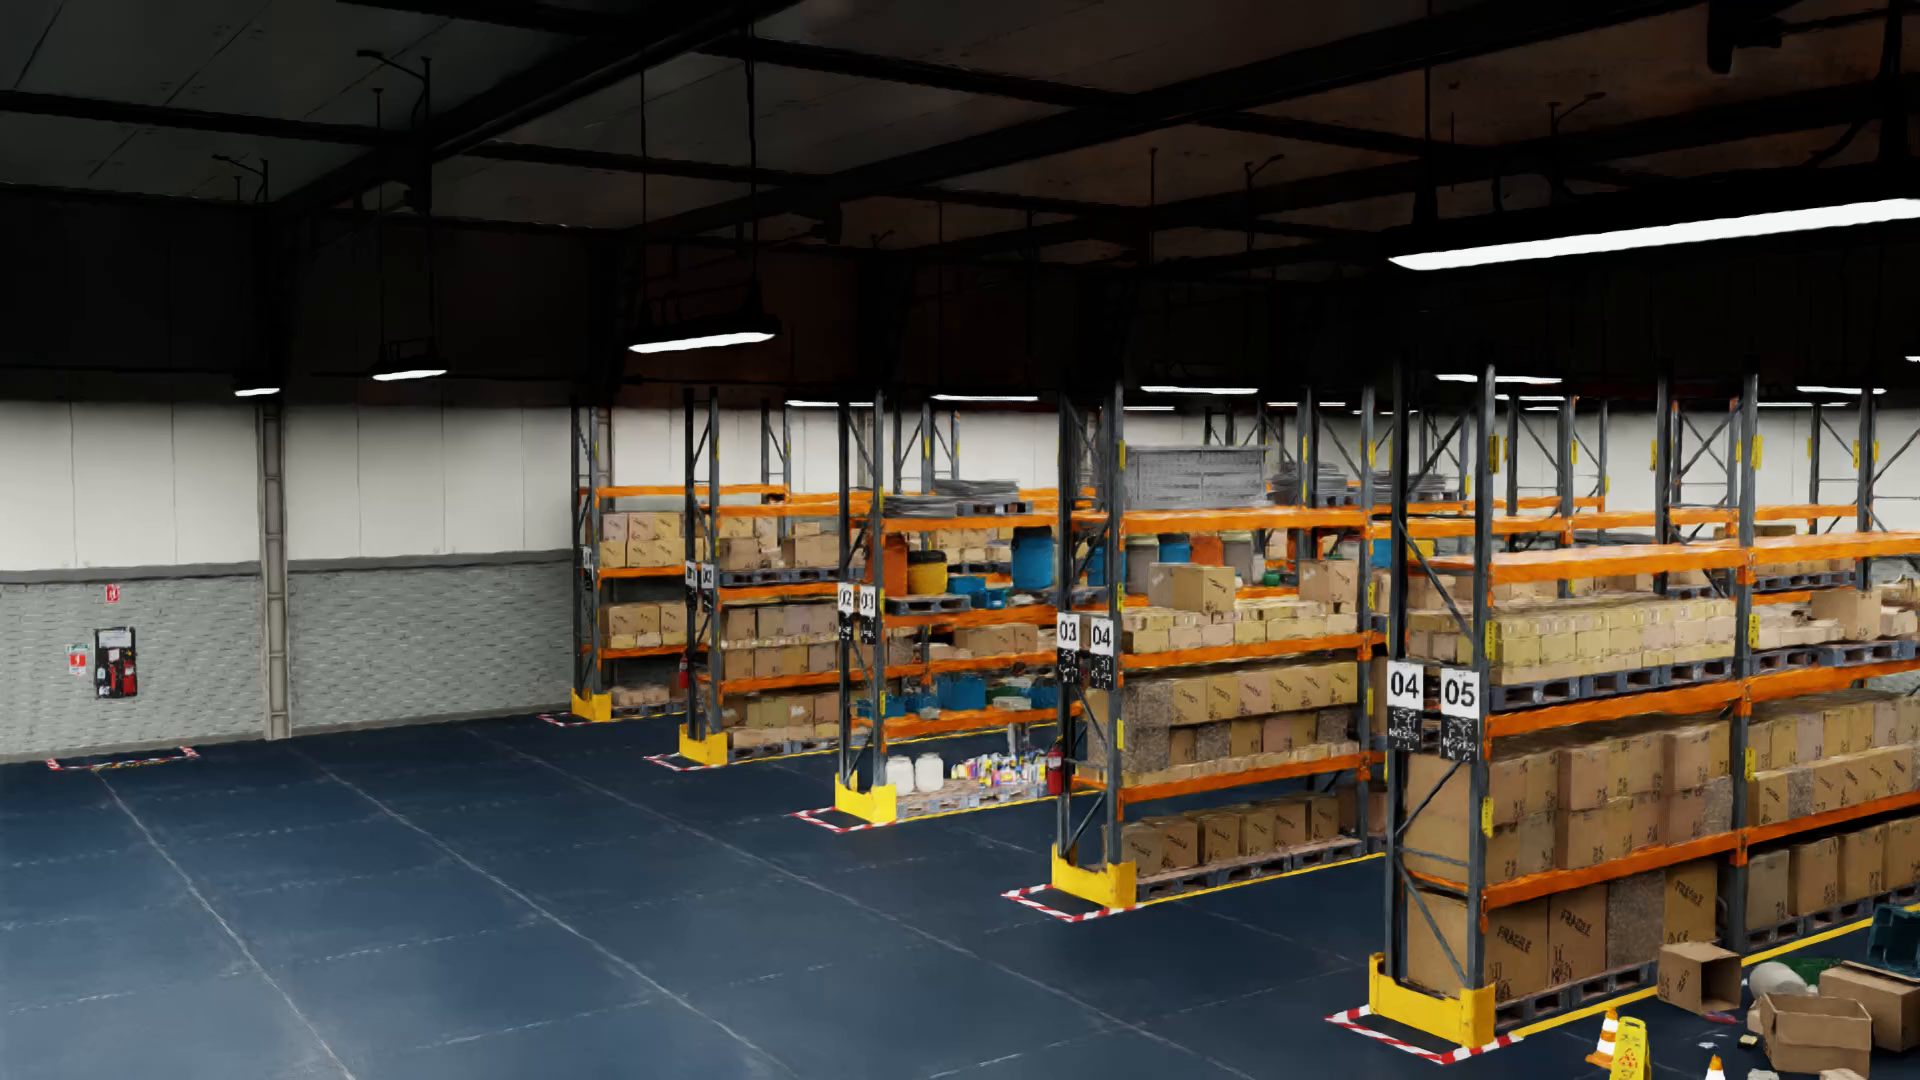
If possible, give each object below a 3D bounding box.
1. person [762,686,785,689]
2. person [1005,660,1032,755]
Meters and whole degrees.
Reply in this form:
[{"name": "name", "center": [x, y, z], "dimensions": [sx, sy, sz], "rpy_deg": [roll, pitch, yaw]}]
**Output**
[{"name": "person", "center": [-3.306, 2.560, 29.453], "dimensions": [0.535, 1.676, 0.682], "rpy_deg": [-3, 4, -36]}, {"name": "person", "center": [0.937, 2.731, 26.376], "dimensions": [0.563, 1.659, 0.569], "rpy_deg": [0, 3, -2]}]
